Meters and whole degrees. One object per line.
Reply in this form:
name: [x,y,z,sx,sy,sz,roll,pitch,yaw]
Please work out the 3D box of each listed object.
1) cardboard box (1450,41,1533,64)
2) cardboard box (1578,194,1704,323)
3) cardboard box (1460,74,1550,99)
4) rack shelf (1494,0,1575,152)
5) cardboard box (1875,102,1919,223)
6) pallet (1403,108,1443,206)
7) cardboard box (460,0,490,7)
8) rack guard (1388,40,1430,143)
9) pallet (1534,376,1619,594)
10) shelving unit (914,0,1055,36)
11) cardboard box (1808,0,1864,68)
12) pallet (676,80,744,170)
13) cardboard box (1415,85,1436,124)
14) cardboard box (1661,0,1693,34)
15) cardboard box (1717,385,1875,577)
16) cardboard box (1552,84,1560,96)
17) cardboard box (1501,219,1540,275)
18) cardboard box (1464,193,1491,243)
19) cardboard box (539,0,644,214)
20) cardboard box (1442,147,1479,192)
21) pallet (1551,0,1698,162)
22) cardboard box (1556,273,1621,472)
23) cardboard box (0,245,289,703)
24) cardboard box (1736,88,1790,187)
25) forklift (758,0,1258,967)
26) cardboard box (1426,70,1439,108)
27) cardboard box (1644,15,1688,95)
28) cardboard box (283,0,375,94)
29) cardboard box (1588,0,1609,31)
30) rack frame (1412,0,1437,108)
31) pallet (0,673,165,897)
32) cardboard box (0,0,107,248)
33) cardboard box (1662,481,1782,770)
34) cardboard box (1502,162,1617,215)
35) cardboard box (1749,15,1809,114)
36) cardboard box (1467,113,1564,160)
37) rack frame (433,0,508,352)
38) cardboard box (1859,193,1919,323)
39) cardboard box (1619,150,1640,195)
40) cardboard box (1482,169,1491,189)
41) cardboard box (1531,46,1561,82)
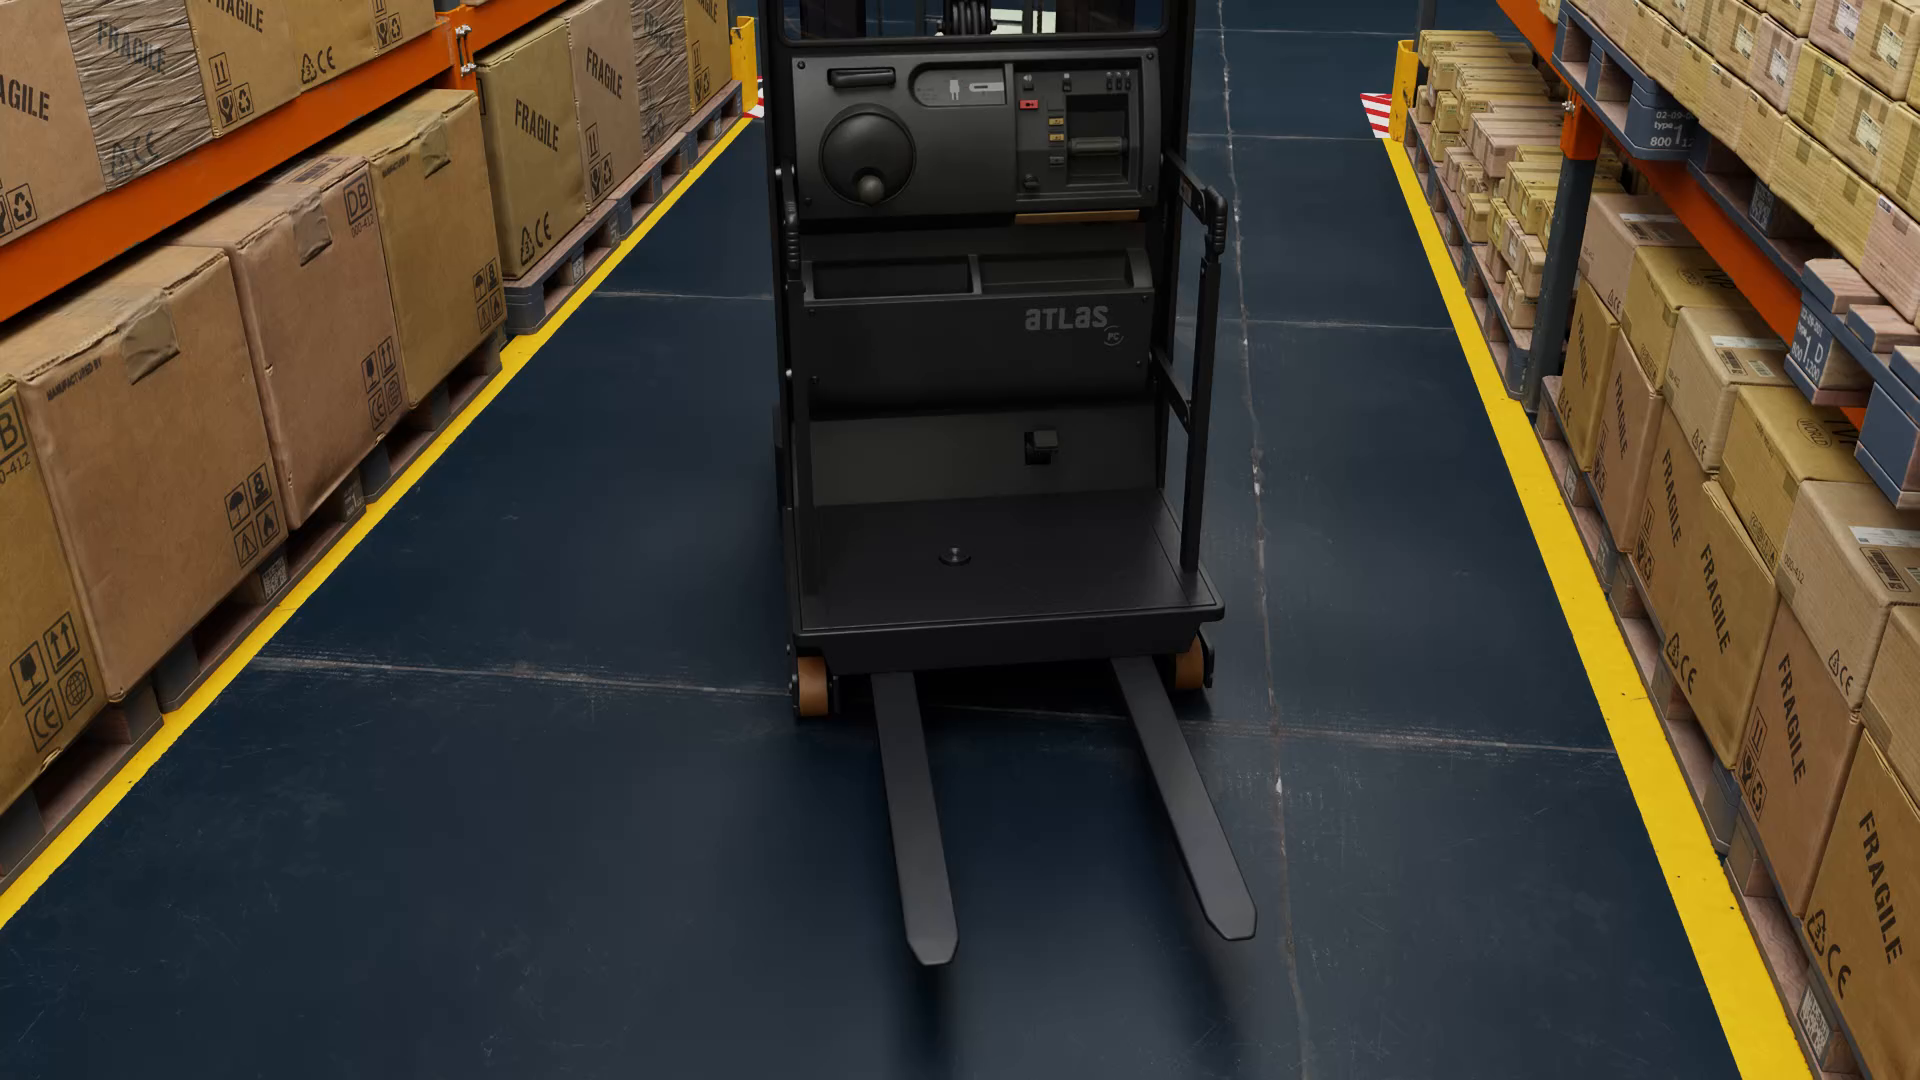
cardboard box: [2.753,-2.488,8.641,0.380,0.149,0.250,4,29,7]
cardboard box: [2.226,-0.859,5.084,0.500,0.250,0.500,2,28,4]
cardboard box: [2.603,-2.125,7.968,0.380,0.149,0.250,4,29,8]
rack shelf: [2.824,-2.402,7.304,1.077,0.370,4.000,3,28,6]
cardboard box: [1.758,-0.608,2.724,0.380,0.149,0.250,4,29,7]
pallet: [2.925,-2.016,8.770,1.003,0.211,1.213,3,28,6]
cardboard box: [-1.965,-2.122,6.291,0.380,0.149,0.250,3,29,6]
rack guard: [3.059,-2.524,9.407,1.175,0.500,0.348,3,28,6]
pallet: [2.485,-0.183,5.367,1.003,0.211,1.213,3,28,6]
shelving unit: [0.140,-1.316,6.111,0.431,1.500,0.755,7,29,13]
cardboard box: [1.823,-0.968,3.079,0.380,0.149,0.250,3,28,6]
pallet: [-1.862,-2.387,9.458,1.003,0.211,1.213,3,28,6]
cardboard box: [2.687,-2.362,9.034,0.380,0.149,0.250,4,29,7]
cardboard box: [1.951,-1.330,4.065,0.380,0.149,0.250,4,29,8]
cardboard box: [2.041,-0.122,3.717,0.500,0.250,0.500,4,29,7]
cardboard box: [3.225,-2.211,8.440,0.380,0.149,0.250,2,28,4]
cardboard box: [2.322,-1.132,6.439,0.380,0.149,0.250,2,28,4]
cardboard box: [2.415,-1.398,7.246,0.380,0.149,0.250,3,28,6]
cardboard box: [-2.061,-2.092,7.768,0.875,0.875,0.875,3,28,6]
cardboard box: [2.519,-1.764,7.926,0.380,0.149,0.250,2,28,4]
pallet: [2.341,-1.341,4.779,1.003,0.211,1.213,3,28,6]
cardboard box: [2.225,-0.529,5.262,0.500,0.500,0.500,4,29,8]
cardboard box: [-2.600,-0.222,4.297,1.225,0.875,0.875,3,29,6]
cardboard box: [1.855,-0.831,3.451,0.380,0.149,0.250,4,29,8]
forklift: [0.075,-0.997,4.010,1.130,2.935,3.031,-3,28,-6]
cardboard box: [2.660,-2.363,8.723,0.380,0.149,0.250,3,28,6]
cardboard box: [1.949,-1.206,4.149,0.380,0.149,0.250,2,28,4]
cardboard box: [-2.185,-1.688,5.116,0.500,0.500,0.500,4,29,8]
cardboard box: [2.046,-1.562,4.808,0.380,0.149,0.250,4,29,7]
rack frame: [3.069,-3.660,8.881,1.000,3.000,0.127,3,28,6]
pallet: [-2.650,0.631,3.856,1.003,0.211,1.213,3,28,6]
cardboard box: [-2.372,-0.971,3.784,0.500,0.500,0.500,3,28,5]
cardboard box: [2.026,0.203,3.904,0.500,0.500,0.500,2,28,4]
cardboard box: [2.379,-1.391,6.606,0.380,0.149,0.250,3,28,6]
cardboard box: [1.853,-0.966,3.388,0.380,0.149,0.250,4,29,7]
cardboard box: [2.451,-1.769,7.308,0.380,0.149,0.250,2,28,4]
rack frame: [-2.332,-2.113,6.009,1.000,3.000,0.127,3,28,6]
cardboard box: [1.756,-0.465,2.773,0.380,0.149,0.250,4,29,7]
cardboard box: [2.910,-1.491,6.791,0.380,0.149,0.250,3,28,5]
cardboard box: [2.531,-1.618,7.340,0.380,0.149,0.250,2,28,4]
cardboard box: [3.168,-2.473,8.613,0.380,0.149,0.250,4,29,7]
